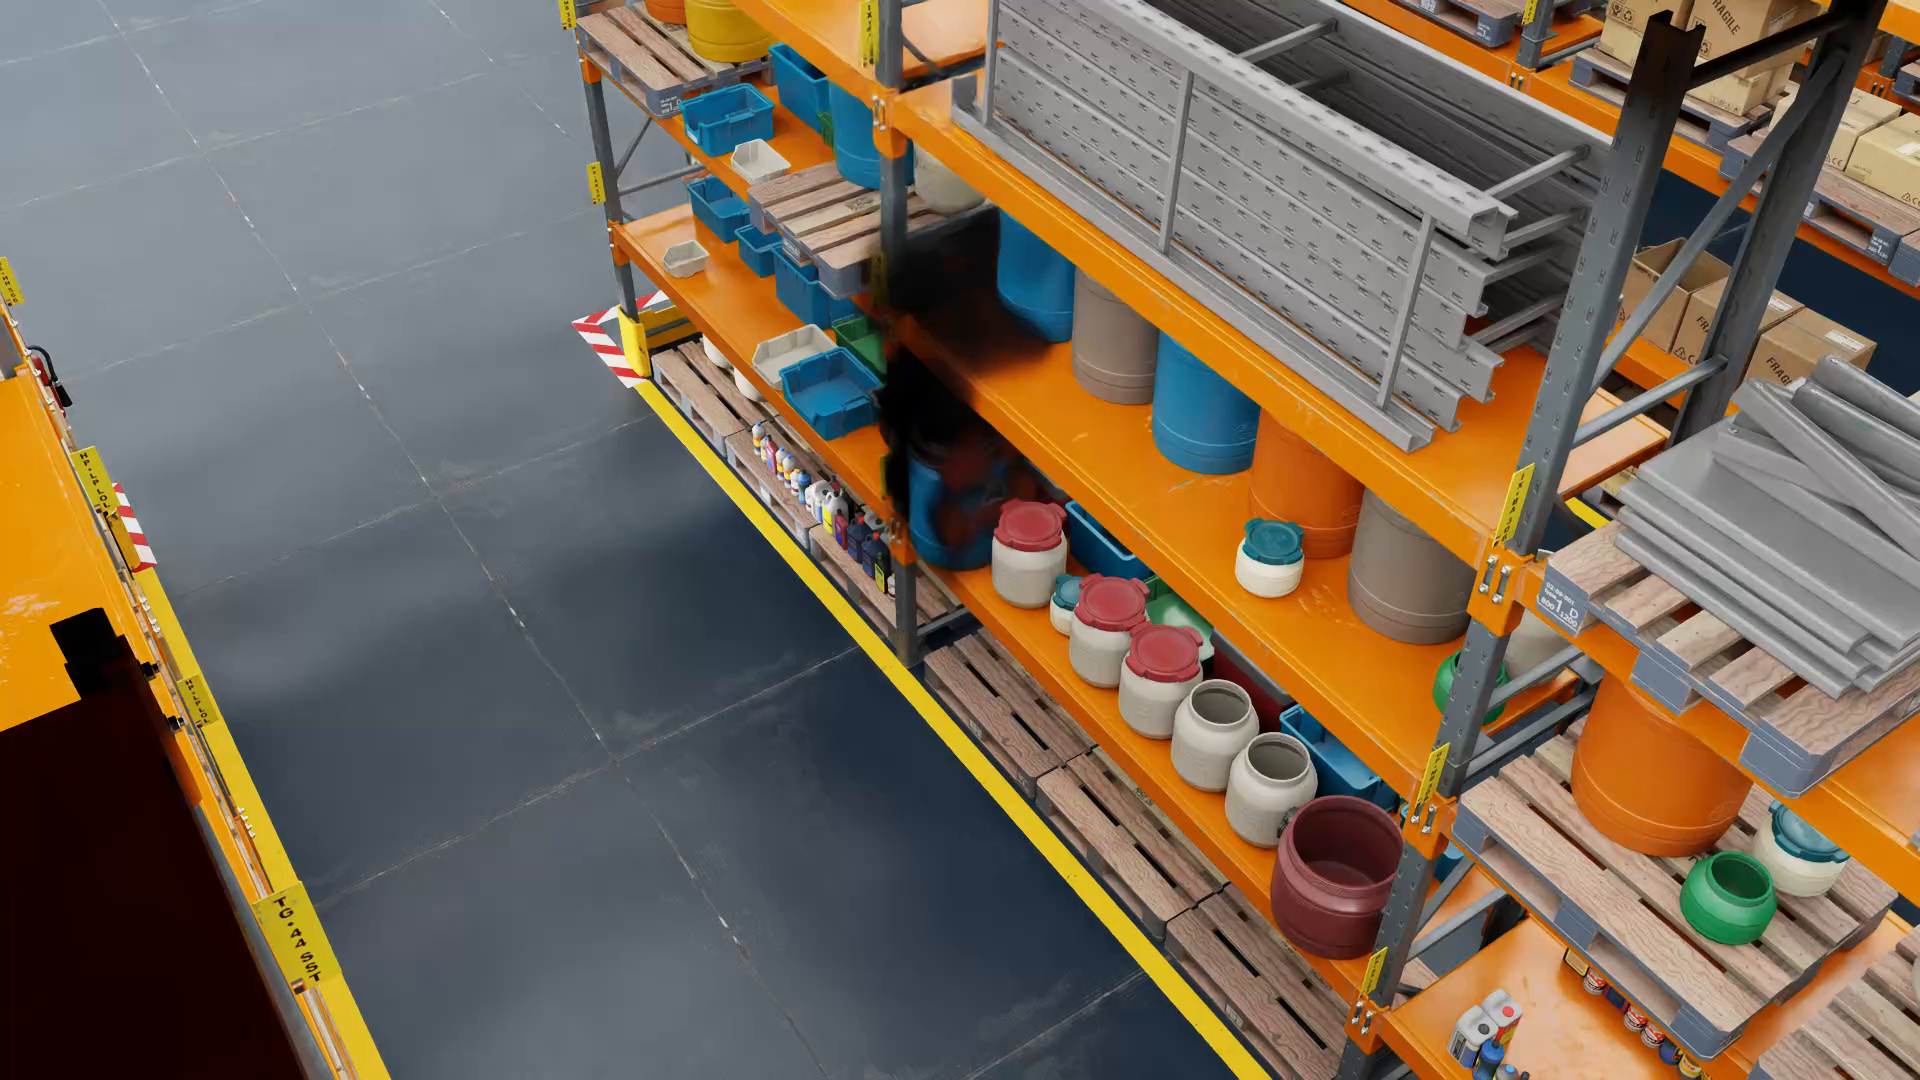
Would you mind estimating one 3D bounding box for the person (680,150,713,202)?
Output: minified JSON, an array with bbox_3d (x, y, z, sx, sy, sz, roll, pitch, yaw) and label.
[{"bbox_3d":[-2.071,-3.026,13.857,0.500,1.630,0.616,5,43,5],"label":"person"}]
